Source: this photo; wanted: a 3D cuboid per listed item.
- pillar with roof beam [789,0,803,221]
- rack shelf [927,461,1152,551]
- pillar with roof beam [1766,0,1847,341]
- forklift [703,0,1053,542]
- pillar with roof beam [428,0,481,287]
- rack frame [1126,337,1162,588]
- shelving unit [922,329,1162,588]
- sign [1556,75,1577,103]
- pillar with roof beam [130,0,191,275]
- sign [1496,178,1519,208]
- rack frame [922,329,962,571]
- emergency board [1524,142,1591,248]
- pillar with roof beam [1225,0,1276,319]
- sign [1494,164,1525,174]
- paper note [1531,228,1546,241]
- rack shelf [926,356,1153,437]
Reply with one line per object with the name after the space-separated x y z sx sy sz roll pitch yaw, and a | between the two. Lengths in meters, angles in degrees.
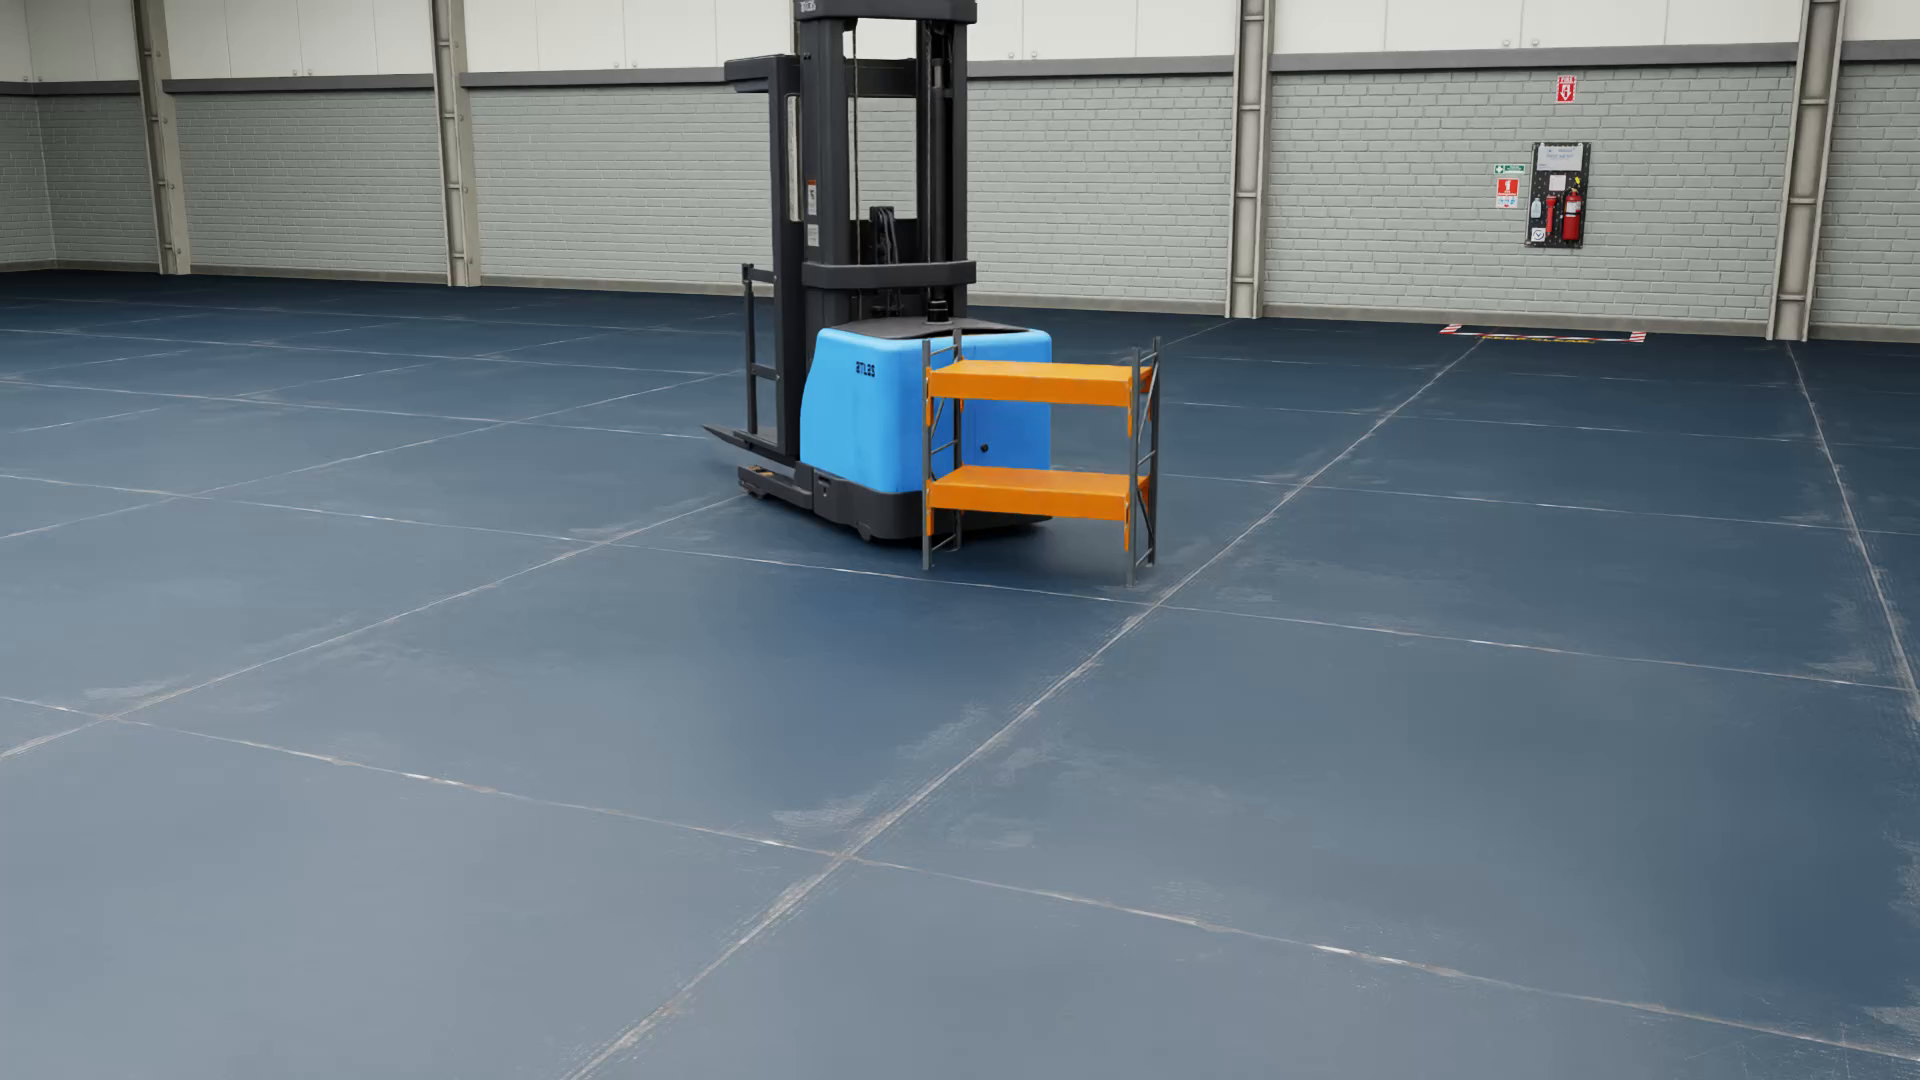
-3.745 -6.774 17.925 0.400 9.000 9.100 6 14 23 | pillar with roof beam
0.395 -0.176 8.114 1.000 0.278 0.538 4 14 18 | rack shelf
7.227 -5.664 13.193 0.400 9.000 9.100 6 14 23 | pillar with roof beam
-0.668 -1.710 9.624 1.130 2.935 3.031 -7 15 -29 | forklift
-9.230 -7.329 20.291 0.400 9.000 9.100 6 14 23 | pillar with roof beam
0.876 -0.377 7.899 0.032 1.125 0.500 4 14 18 | rack frame
0.395 -0.414 8.058 1.048 1.125 0.538 4 14 18 | shelving unit
6.760 -5.029 18.546 0.199 0.298 0.001 6 14 23 | sign
-14.716 -7.884 22.657 0.400 9.000 9.100 6 14 23 | pillar with roof beam
6.263 -3.969 19.025 0.234 0.329 0.001 6 14 23 | sign
-0.087 -0.452 8.217 0.032 1.125 0.500 4 14 18 | rack frame
6.727 -3.879 18.719 0.643 1.169 0.194 6 14 23 | emergency board
1.741 -6.219 15.559 0.400 9.000 9.100 6 14 23 | pillar with roof beam
6.264 -4.225 18.955 0.331 0.109 0.001 6 14 23 | sign
6.593 -3.481 18.951 0.142 0.148 0.016 6 14 23 | paper note
0.395 -0.699 7.991 1.000 0.278 0.538 4 14 18 | rack shelf
